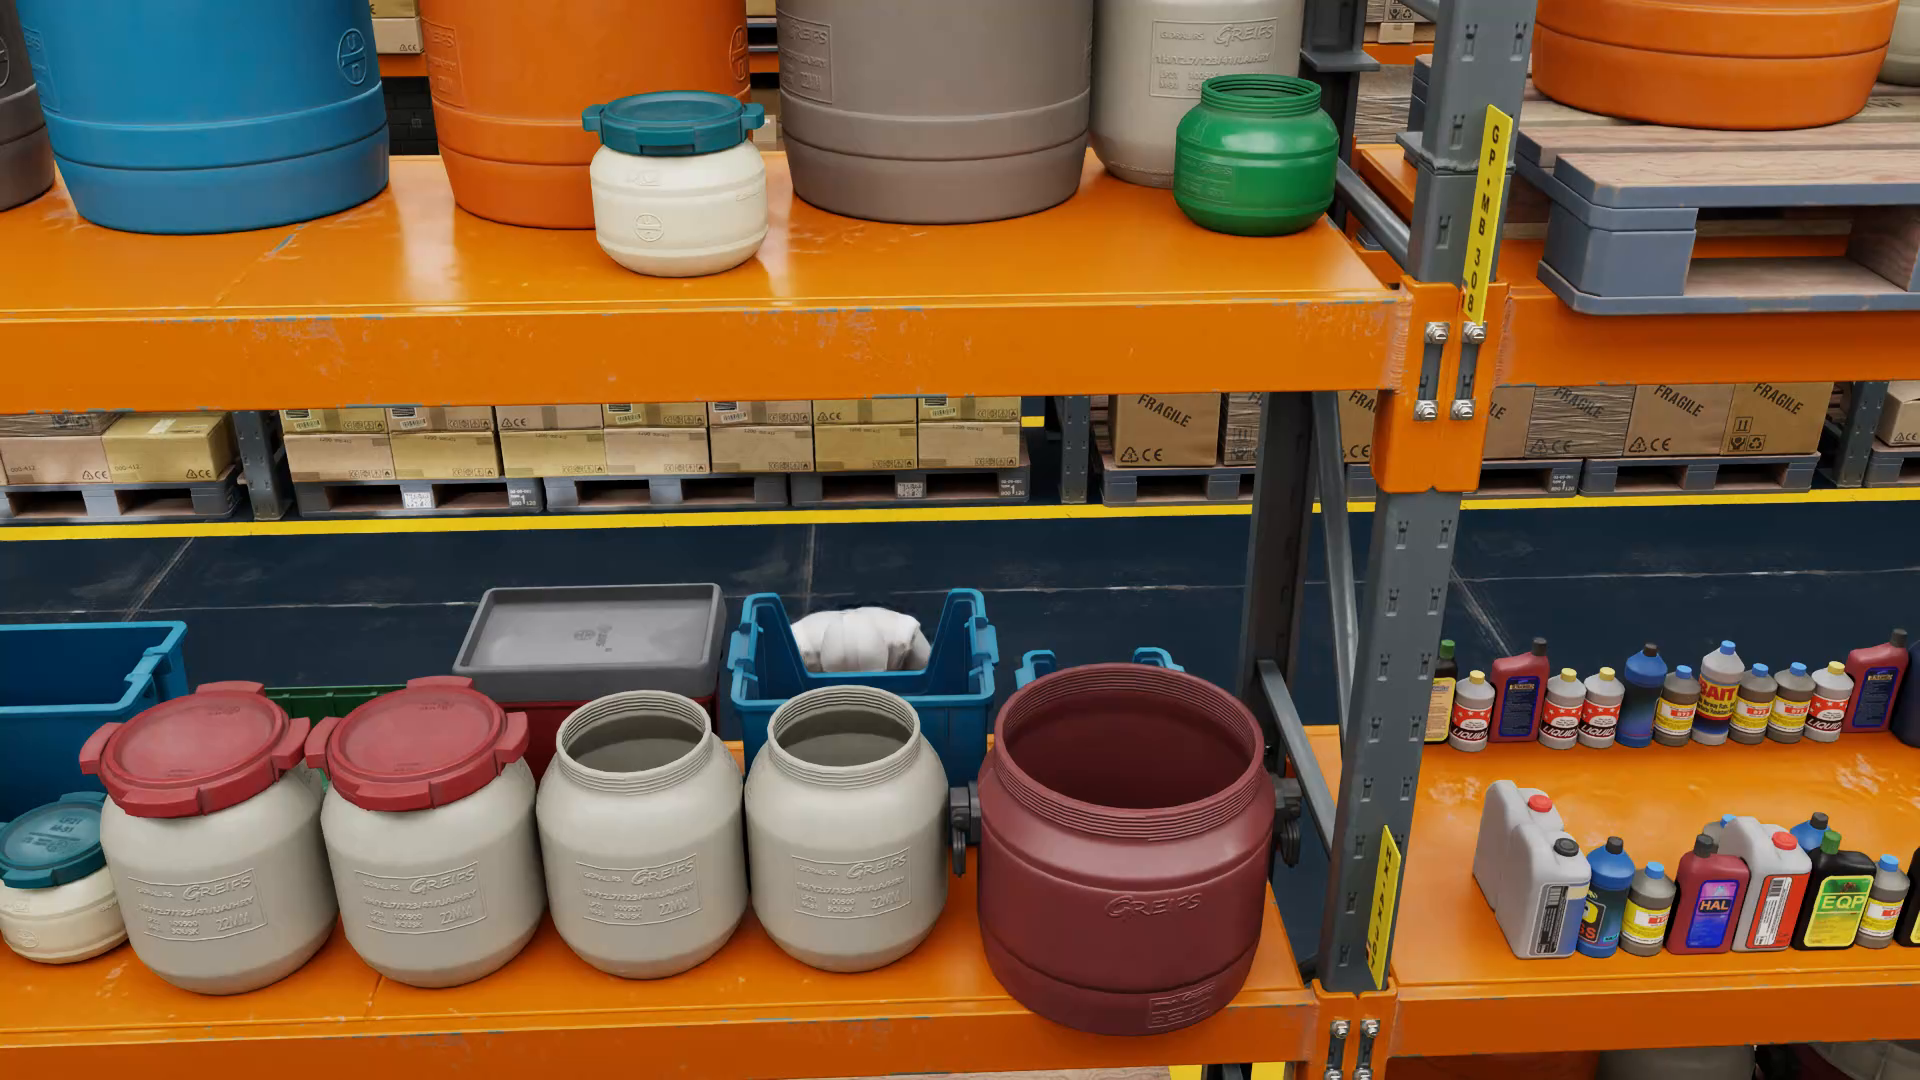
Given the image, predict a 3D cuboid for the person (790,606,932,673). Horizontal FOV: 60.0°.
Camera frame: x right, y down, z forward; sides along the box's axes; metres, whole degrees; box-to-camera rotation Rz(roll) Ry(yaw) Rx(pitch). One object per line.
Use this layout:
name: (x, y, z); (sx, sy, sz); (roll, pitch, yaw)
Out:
person: (-0.343, 0.649, 5.436); (0.585, 1.239, 0.833); (-1, 27, -3)
